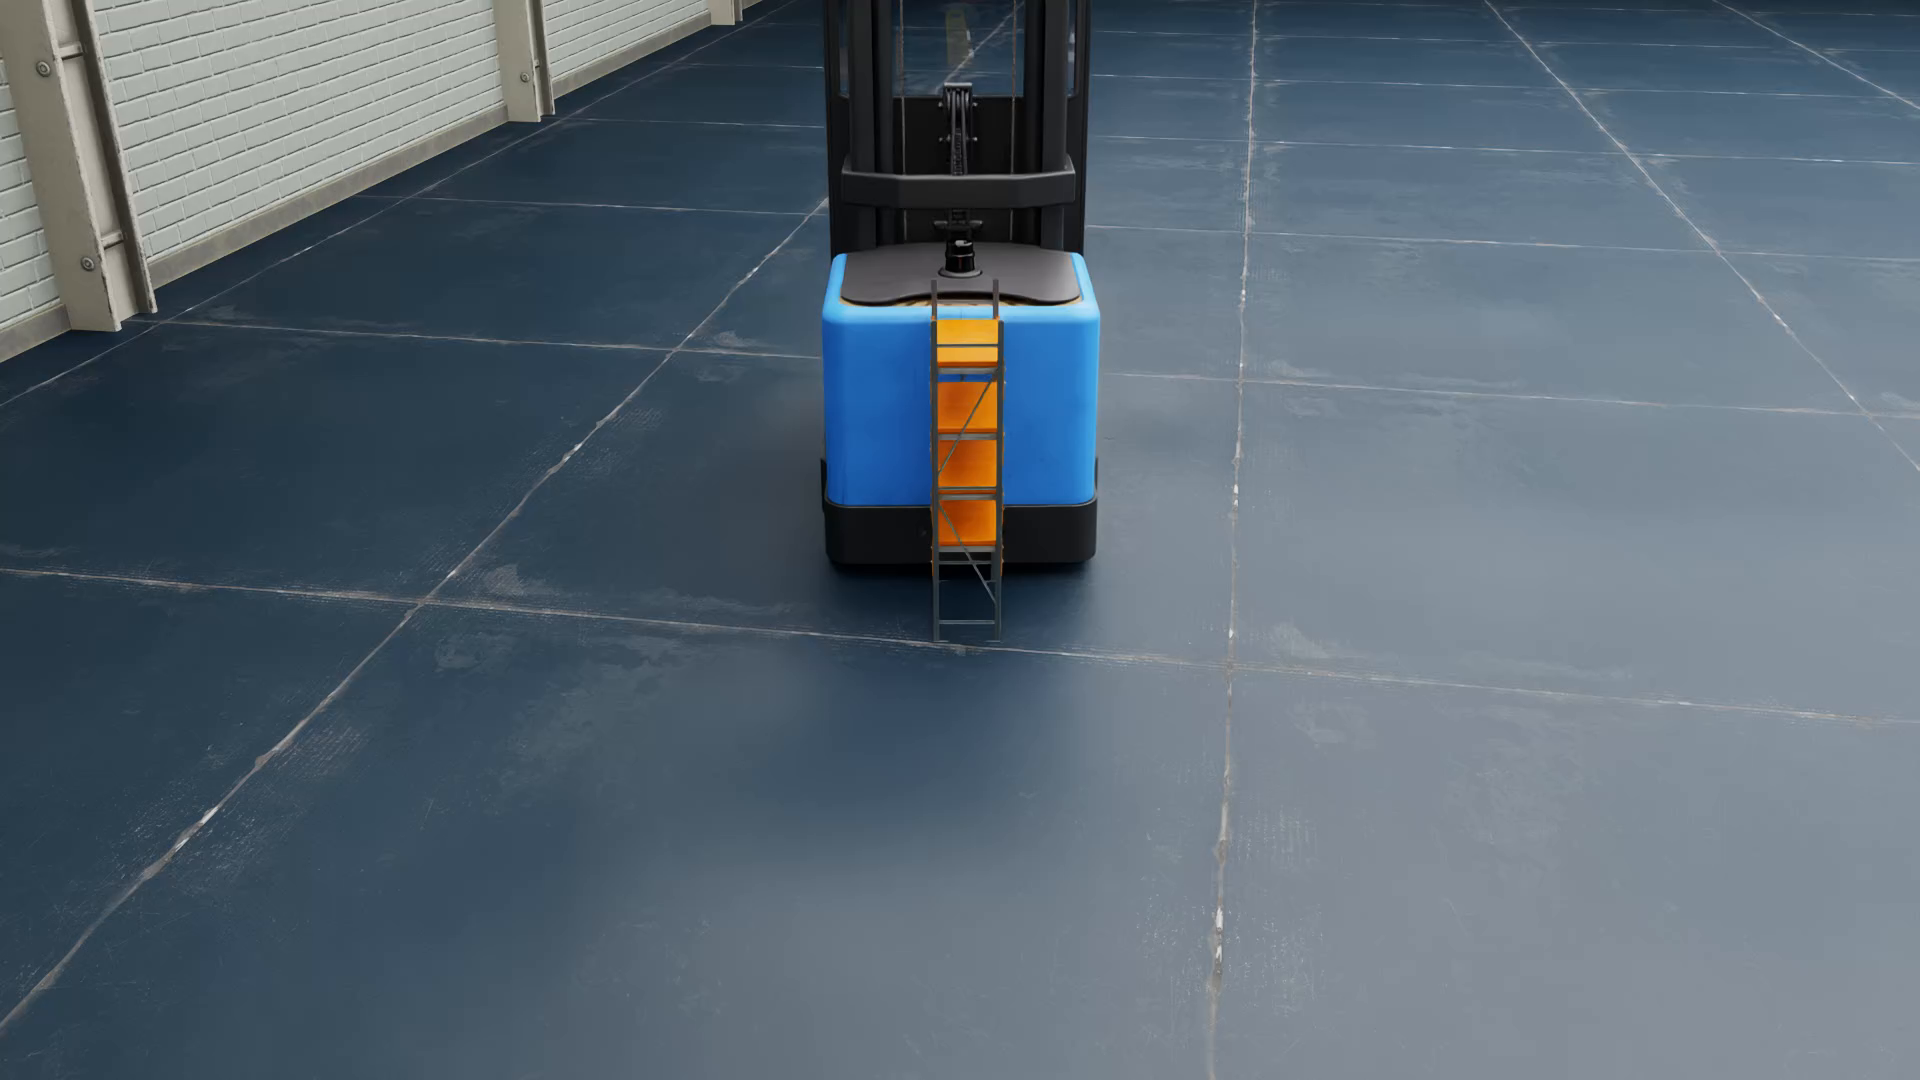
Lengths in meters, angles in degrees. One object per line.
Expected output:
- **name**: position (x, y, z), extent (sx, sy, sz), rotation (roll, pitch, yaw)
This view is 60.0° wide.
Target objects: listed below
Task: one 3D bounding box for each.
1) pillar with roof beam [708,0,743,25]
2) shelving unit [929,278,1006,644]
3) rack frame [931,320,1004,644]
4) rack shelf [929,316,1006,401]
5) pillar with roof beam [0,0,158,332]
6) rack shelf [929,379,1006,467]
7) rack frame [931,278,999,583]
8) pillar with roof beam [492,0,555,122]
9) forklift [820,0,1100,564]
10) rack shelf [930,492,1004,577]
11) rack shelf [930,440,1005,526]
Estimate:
- **pillar with roof beam**: position (1.410, -10.045, 17.594), extent (9.100, 9.000, 0.400), rotation (4, 25, 9)
- **shelving unit**: position (0.022, -0.278, 5.928), extent (0.258, 1.200, 0.503), rotation (0, 25, -1)
- **rack frame**: position (0.025, -0.174, 5.707), extent (0.240, 1.200, 0.015), rotation (0, 25, -1)
- **rack shelf**: position (0.022, -0.634, 5.762), extent (0.258, 0.148, 0.480), rotation (0, 25, -1)
- **pillar with roof beam**: position (-0.551, -5.026, 6.872), extent (9.100, 9.000, 0.400), rotation (4, 25, 9)
- **rack shelf**: position (0.022, -0.420, 5.862), extent (0.258, 0.148, 0.480), rotation (0, 25, -1)
- **rack frame**: position (0.018, -0.381, 6.149), extent (0.240, 1.200, 0.015), rotation (0, 25, -1)
- **pillar with roof beam**: position (0.430, -7.535, 12.233), extent (9.100, 9.000, 0.400), rotation (4, 25, 9)
- **forklift**: position (-0.016, -1.814, 7.168), extent (1.130, 2.935, 3.031), rotation (0, 25, -1)
- **rack shelf**: position (0.022, -0.037, 6.041), extent (0.258, 0.148, 0.480), rotation (0, 25, -1)
- **rack shelf**: position (0.022, -0.217, 5.957), extent (0.258, 0.148, 0.480), rotation (0, 25, -1)
